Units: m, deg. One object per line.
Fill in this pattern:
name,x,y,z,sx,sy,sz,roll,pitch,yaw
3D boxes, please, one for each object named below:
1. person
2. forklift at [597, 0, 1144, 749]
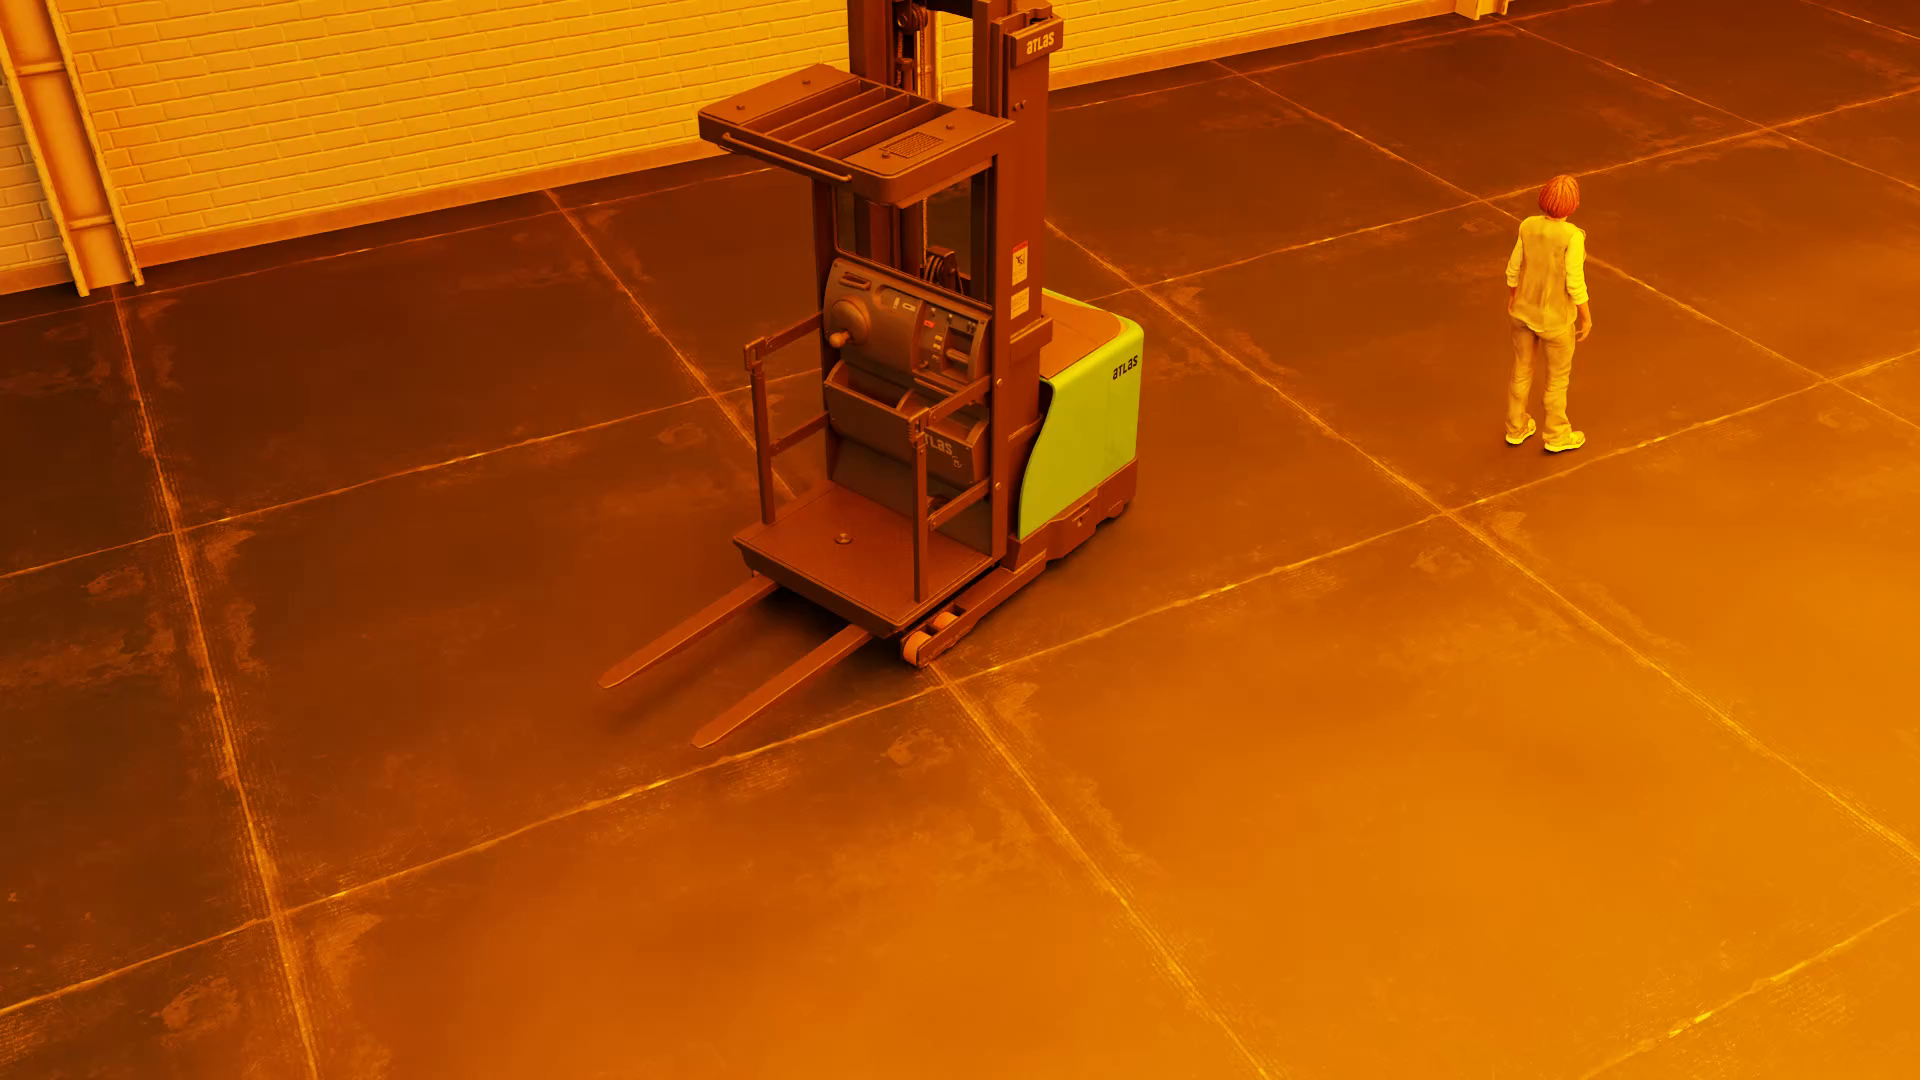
person,3.214,-1.232,9.009,0.473,1.599,0.519,-25,42,-31
forklift,-0.390,-0.927,7.434,1.130,2.935,3.031,26,43,31
